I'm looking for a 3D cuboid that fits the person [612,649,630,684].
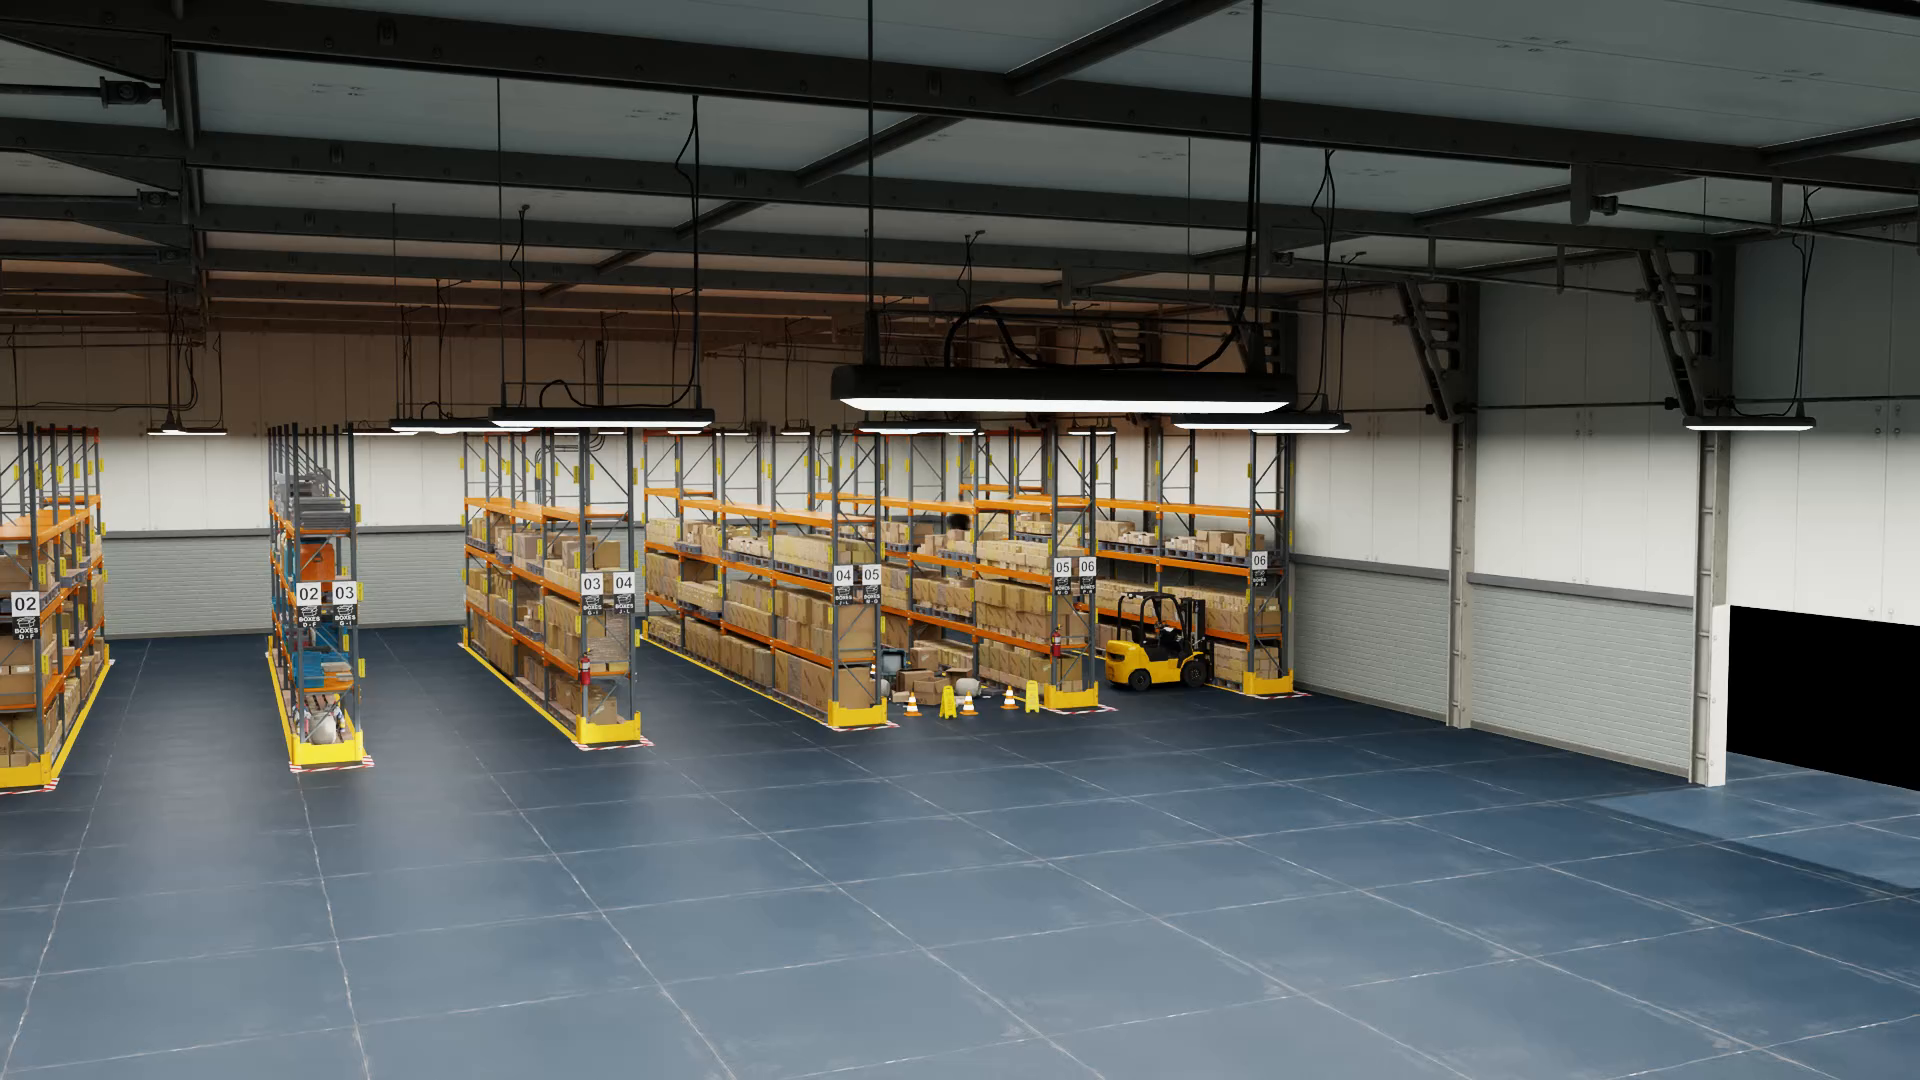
[{"bbox_3d":[-7.859,2.589,38.606,0.719,1.563,0.603,3,5,44],"label":"person"}]
